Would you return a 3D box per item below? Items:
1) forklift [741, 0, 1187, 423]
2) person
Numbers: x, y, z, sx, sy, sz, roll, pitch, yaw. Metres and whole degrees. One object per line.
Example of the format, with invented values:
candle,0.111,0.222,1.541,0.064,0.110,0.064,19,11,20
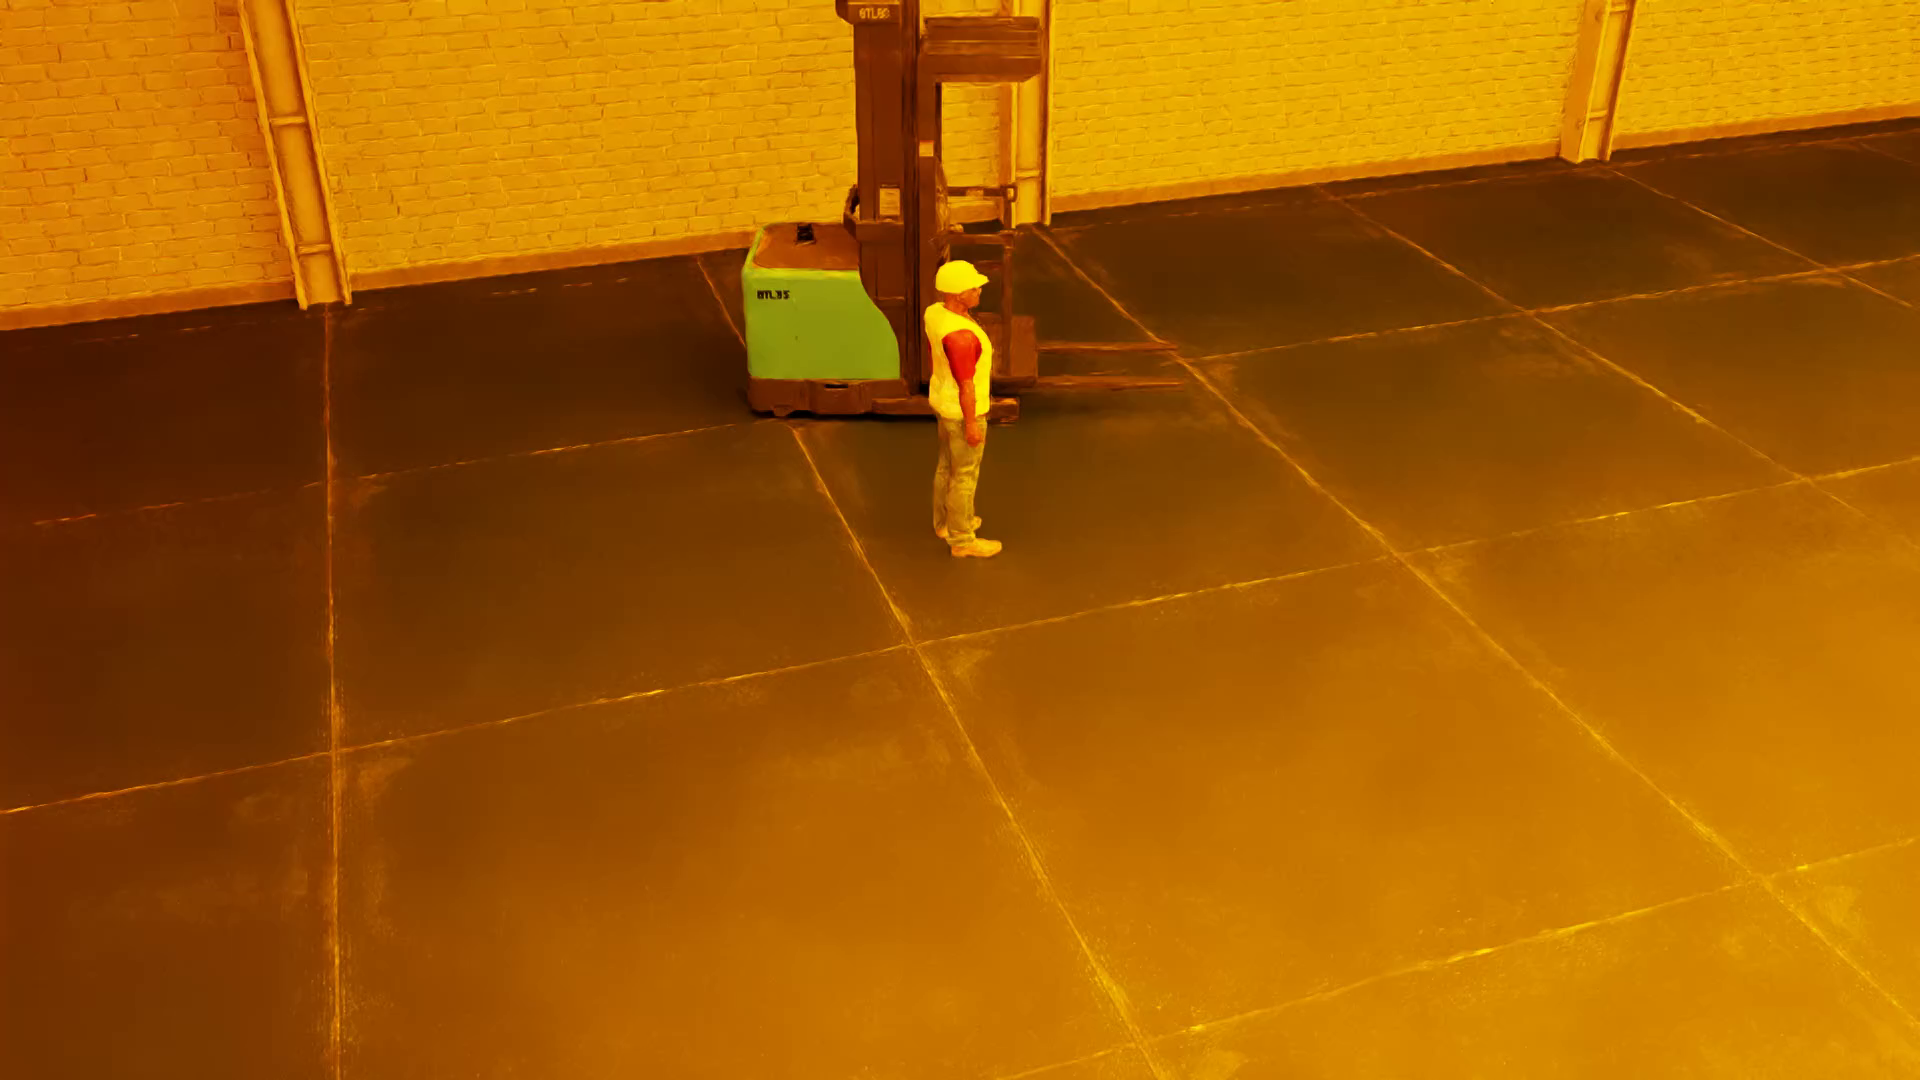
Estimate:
forklift,0.059,-2.343,11.159,3.031,2.935,1.130,1,30,1
person,0.012,-0.769,9.590,0.367,1.771,0.559,-10,31,-16
